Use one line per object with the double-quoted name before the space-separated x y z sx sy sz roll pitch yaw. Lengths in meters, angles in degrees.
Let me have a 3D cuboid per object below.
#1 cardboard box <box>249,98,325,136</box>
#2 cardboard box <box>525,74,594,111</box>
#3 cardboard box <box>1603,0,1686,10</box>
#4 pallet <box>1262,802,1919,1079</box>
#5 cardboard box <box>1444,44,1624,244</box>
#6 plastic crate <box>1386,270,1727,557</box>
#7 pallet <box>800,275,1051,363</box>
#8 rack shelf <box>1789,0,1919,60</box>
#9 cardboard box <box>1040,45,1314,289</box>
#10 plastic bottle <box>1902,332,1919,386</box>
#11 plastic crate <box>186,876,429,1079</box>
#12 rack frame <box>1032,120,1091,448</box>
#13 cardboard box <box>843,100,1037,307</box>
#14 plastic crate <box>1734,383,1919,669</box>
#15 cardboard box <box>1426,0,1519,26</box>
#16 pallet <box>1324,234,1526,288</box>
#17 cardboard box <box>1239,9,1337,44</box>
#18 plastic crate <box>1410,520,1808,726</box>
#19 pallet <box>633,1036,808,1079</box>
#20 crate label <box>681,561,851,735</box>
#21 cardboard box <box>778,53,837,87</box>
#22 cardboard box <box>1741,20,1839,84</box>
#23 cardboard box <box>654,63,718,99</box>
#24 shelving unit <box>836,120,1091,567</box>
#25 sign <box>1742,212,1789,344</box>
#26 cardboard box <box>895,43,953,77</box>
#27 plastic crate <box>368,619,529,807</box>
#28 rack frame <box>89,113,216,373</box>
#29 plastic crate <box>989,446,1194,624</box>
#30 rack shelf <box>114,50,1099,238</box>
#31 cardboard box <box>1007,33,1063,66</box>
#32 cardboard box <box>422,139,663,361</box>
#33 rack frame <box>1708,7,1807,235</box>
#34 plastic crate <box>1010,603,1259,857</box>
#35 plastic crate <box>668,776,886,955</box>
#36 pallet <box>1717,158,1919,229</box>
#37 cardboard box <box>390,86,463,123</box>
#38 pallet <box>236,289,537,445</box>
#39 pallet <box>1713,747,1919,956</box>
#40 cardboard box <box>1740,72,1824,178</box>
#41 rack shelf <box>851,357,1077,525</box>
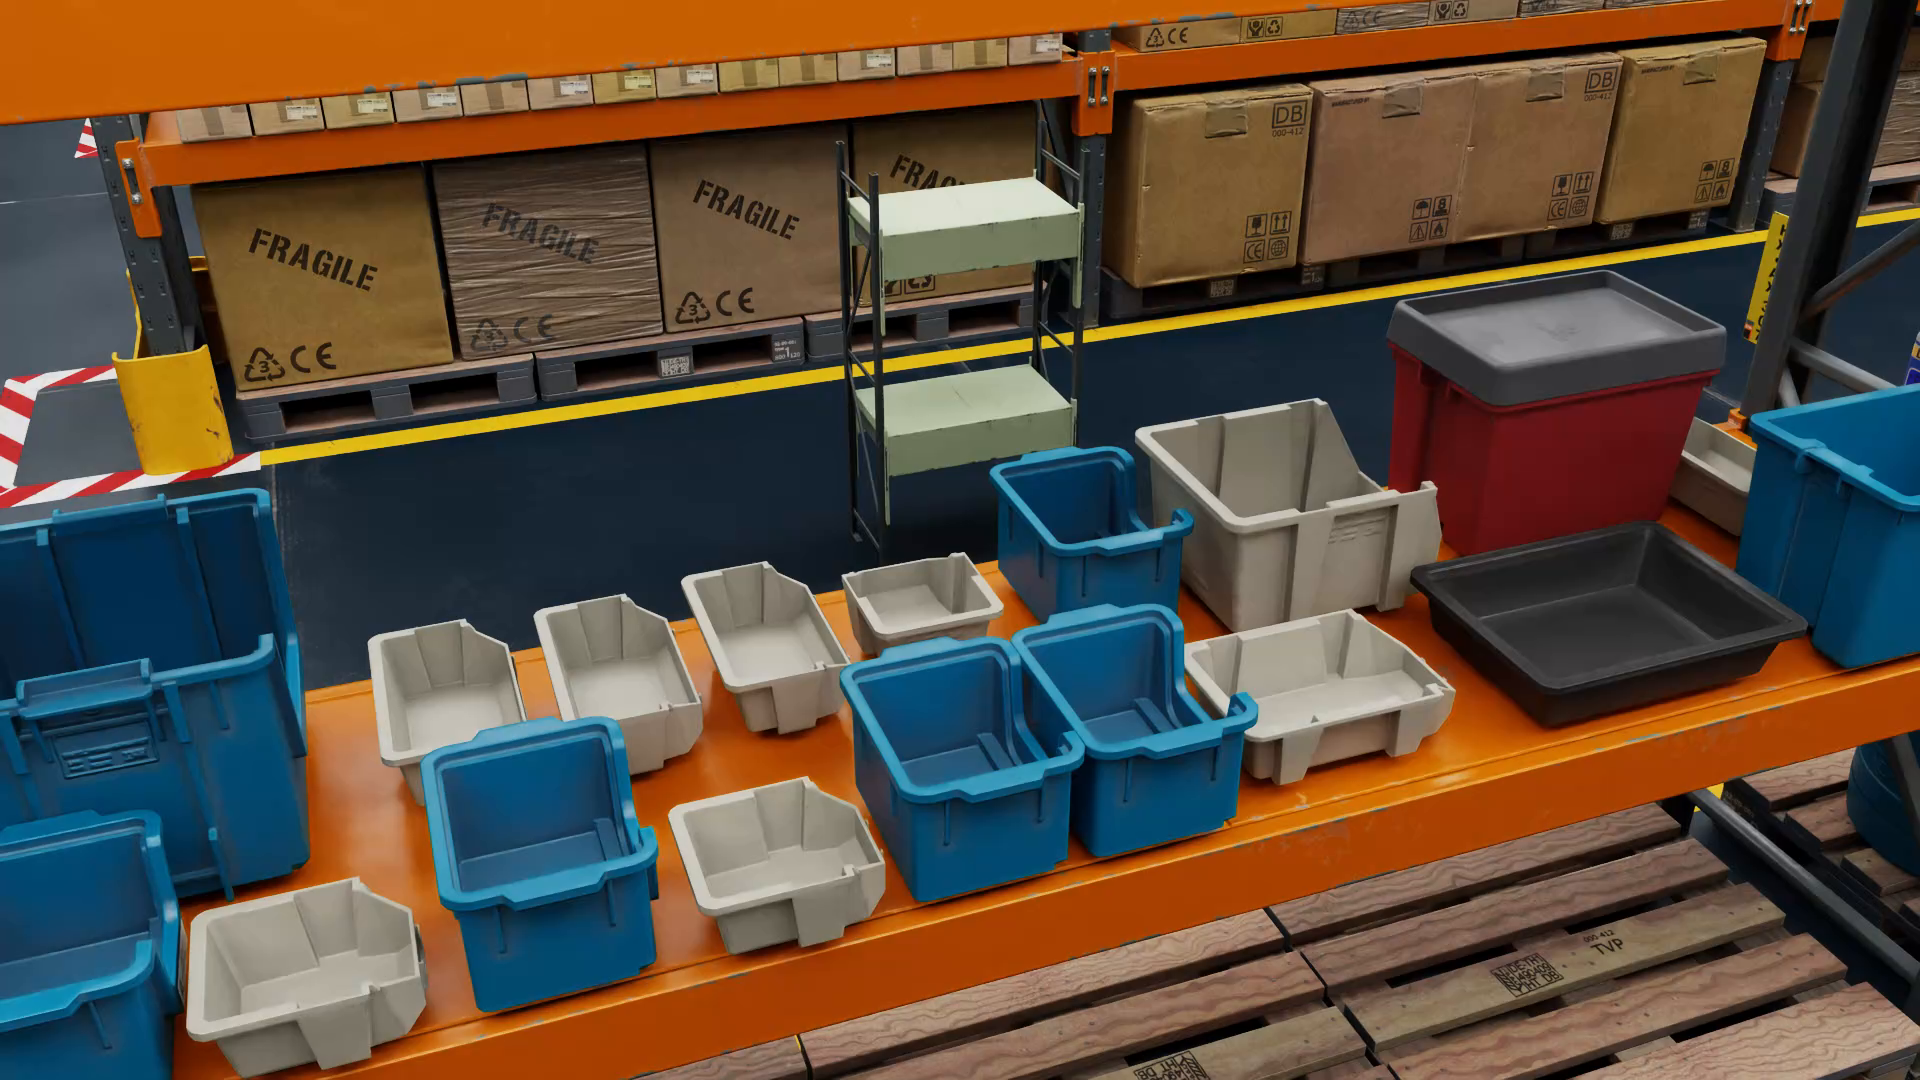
"cardboard box" -2.622 -1.702 6.461 0.250 0.149 0.380 -11 31 -18
"cardboard box" -1.658 -1.880 6.774 0.250 0.149 0.380 -11 31 -18
"cardboard box" 3.343 -2.999 8.383 0.500 0.500 0.500 -11 31 -18
"pallet" 1.491 1.106 4.096 1.213 0.211 1.003 -10 31 -18
"cardboard box" 2.696 -2.239 8.871 0.875 0.875 1.225 -10 31 -17
"plastic crate" 1.242 -0.267 3.563 0.583 0.464 0.402 -10 31 -18
"pallet" -0.301 -1.242 8.217 1.213 0.211 1.003 -10 31 -18
"rack shelf" 6.063 -3.272 9.689 4.000 0.370 1.077 -10 31 -18
"cardboard box" 1.032 -1.928 8.326 0.875 0.875 1.225 -10 31 -17
"plastic bottle" 2.423 -0.415 4.073 0.135 0.276 0.152 -10 31 -18
"plastic crate" -0.907 0.621 2.335 0.298 0.136 0.250 -10 31 -18
"rack frame" 0.349 -0.716 5.992 0.023 1.500 0.400 -10 31 -18
"cardboard box" -0.207 -1.731 7.981 0.875 0.875 0.875 -10 31 -18
"plastic crate" 1.848 -0.031 3.230 0.575 0.384 0.392 -10 31 -18
"cardboard box" 2.380 -2.821 8.070 0.500 0.500 0.500 -10 31 -17
"pallet" 2.281 -1.718 9.052 1.213 0.211 1.003 -10 31 -18
"cardboard box" 1.428 -2.643 7.758 0.500 0.500 0.500 -10 31 -18
"plastic crate" 1.211 0.161 3.155 0.590 0.125 0.437 -10 31 -18
"pallet" -0.796 1.527 3.357 1.213 0.211 1.003 -10 31 -18
"crate label" -0.352 0.201 3.073 0.243 0.136 0.396 -10 31 -18
"cardboard box" -0.697 -2.057 7.084 0.250 0.149 0.380 -10 31 -17
"cardboard box" 4.806 -2.800 9.457 0.500 0.250 0.500 -9 31 -16
"cardboard box" -1.176 -1.970 6.931 0.250 0.149 0.380 -10 31 -17
"shelving unit" 0.006 -0.653 5.881 0.755 1.500 0.431 -10 31 -18
"sign" 1.976 -0.627 4.040 0.005 0.325 0.100 -10 31 -18
"cardboard box" -0.214 -2.146 7.241 0.250 0.149 0.380 -11 31 -18
"plastic crate" -0.881 0.303 2.893 0.243 0.136 0.396 -10 31 -18
"rack frame" -3.310 -1.858 6.482 0.127 3.000 1.000 -10 31 -18
"plastic crate" 0.253 0.013 3.306 0.300 0.233 0.416 -10 31 -18
"rack shelf" -1.435 -1.891 7.266 4.000 0.370 1.077 -10 31 -18
"cardboard box" 0.268 -2.235 7.396 0.250 0.149 0.380 -10 31 -17
"cardboard box" -1.885 -1.422 7.438 0.875 0.875 0.875 -10 31 -18
"rack frame" 4.188 -3.239 8.905 0.127 3.000 1.000 -10 31 -18
"plastic crate" 0.279 0.317 2.771 0.300 0.233 0.416 -10 31 -18
"plastic crate" -0.271 0.504 2.541 0.298 0.136 0.250 -10 31 -18
"pallet" 4.921 -2.162 9.831 1.213 0.211 1.003 -10 31 -18
"cardboard box" -2.138 -1.792 6.619 0.250 0.149 0.380 -11 31 -18
"pallet" -2.588 -0.821 7.478 1.213 0.211 1.003 -10 31 -18
"pallet" 2.904 0.847 4.550 1.213 0.211 1.003 -10 31 -18
"cardboard box" 4.809 -2.469 9.634 0.500 0.500 0.700 -12 32 -20
"rack shelf" 0.006 -0.370 6.042 0.720 0.370 0.431 -10 31 -18
